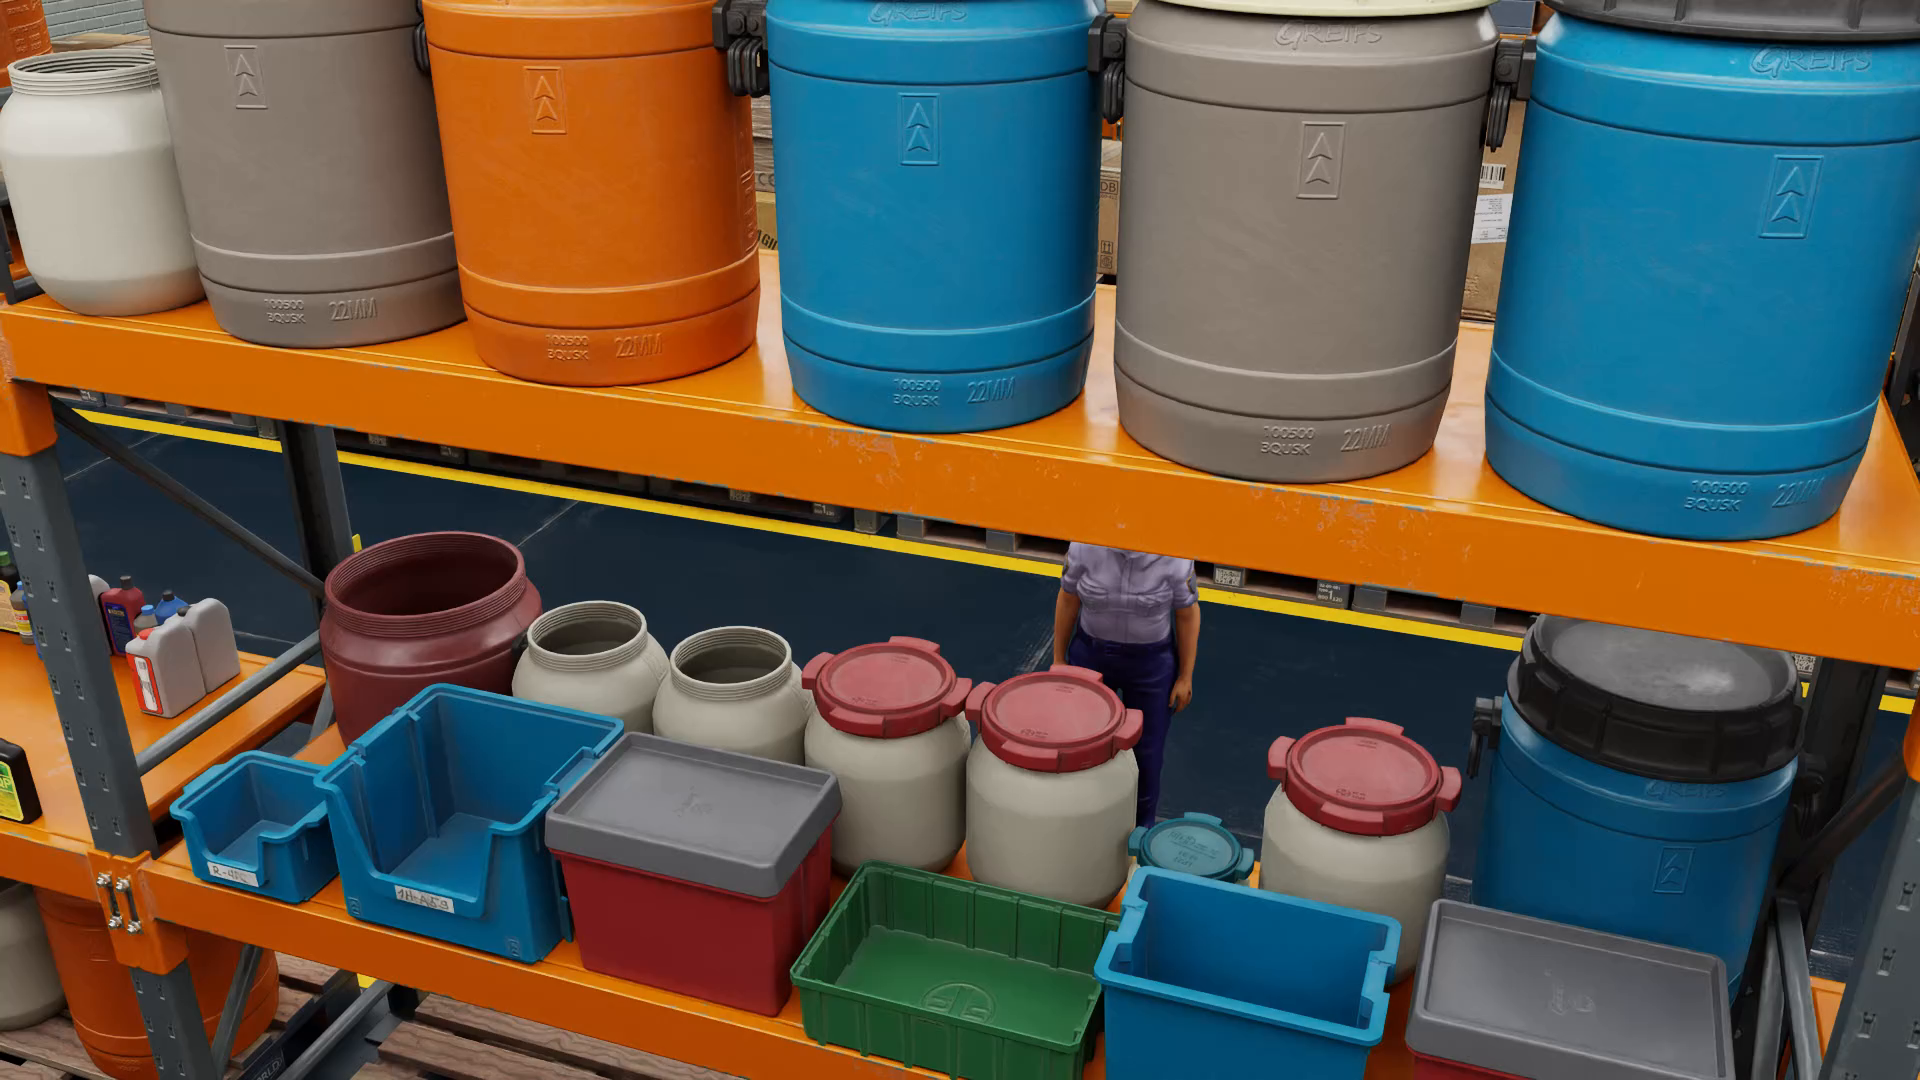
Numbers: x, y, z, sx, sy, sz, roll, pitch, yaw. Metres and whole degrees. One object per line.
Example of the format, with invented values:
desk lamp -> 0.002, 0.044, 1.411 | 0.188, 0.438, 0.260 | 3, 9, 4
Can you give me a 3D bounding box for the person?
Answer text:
person -> 0.579, 0.487, 6.116 | 0.563, 1.653, 0.418 | 7, 27, 15
